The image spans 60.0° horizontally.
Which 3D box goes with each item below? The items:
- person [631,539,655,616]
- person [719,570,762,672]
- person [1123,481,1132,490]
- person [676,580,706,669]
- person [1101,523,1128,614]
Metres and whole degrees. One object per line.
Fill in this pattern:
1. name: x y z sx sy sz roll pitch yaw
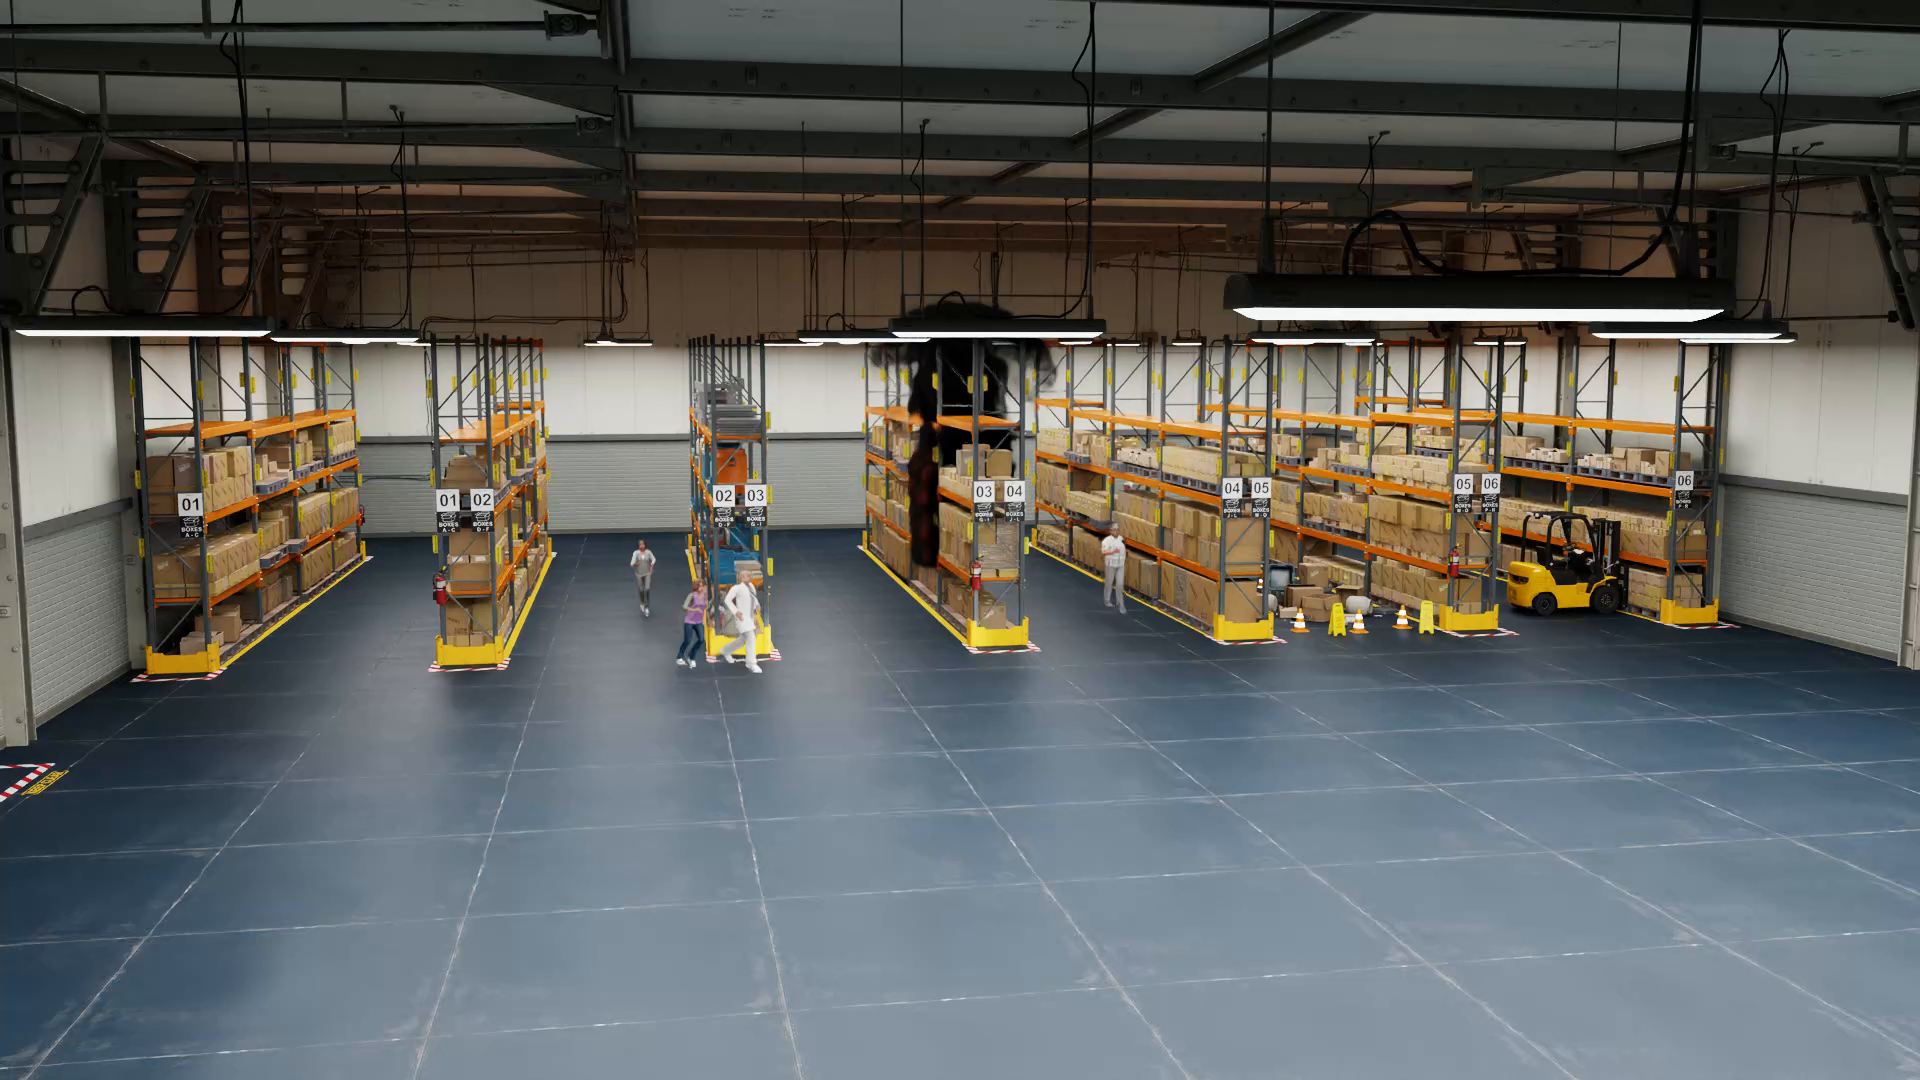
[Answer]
1. person: -6.860 0.797 35.995 0.520 1.635 0.706 -1 7 -9
2. person: -3.912 1.432 29.834 0.932 1.814 0.722 3 7 23
3. person: 5.049 -0.907 50.278 0.721 1.770 0.625 -1 7 -8
4. person: -4.769 1.516 30.020 0.553 1.589 0.641 -5 9 -40
5. person: 3.255 0.533 34.852 0.640 1.787 0.729 -2 7 -18
